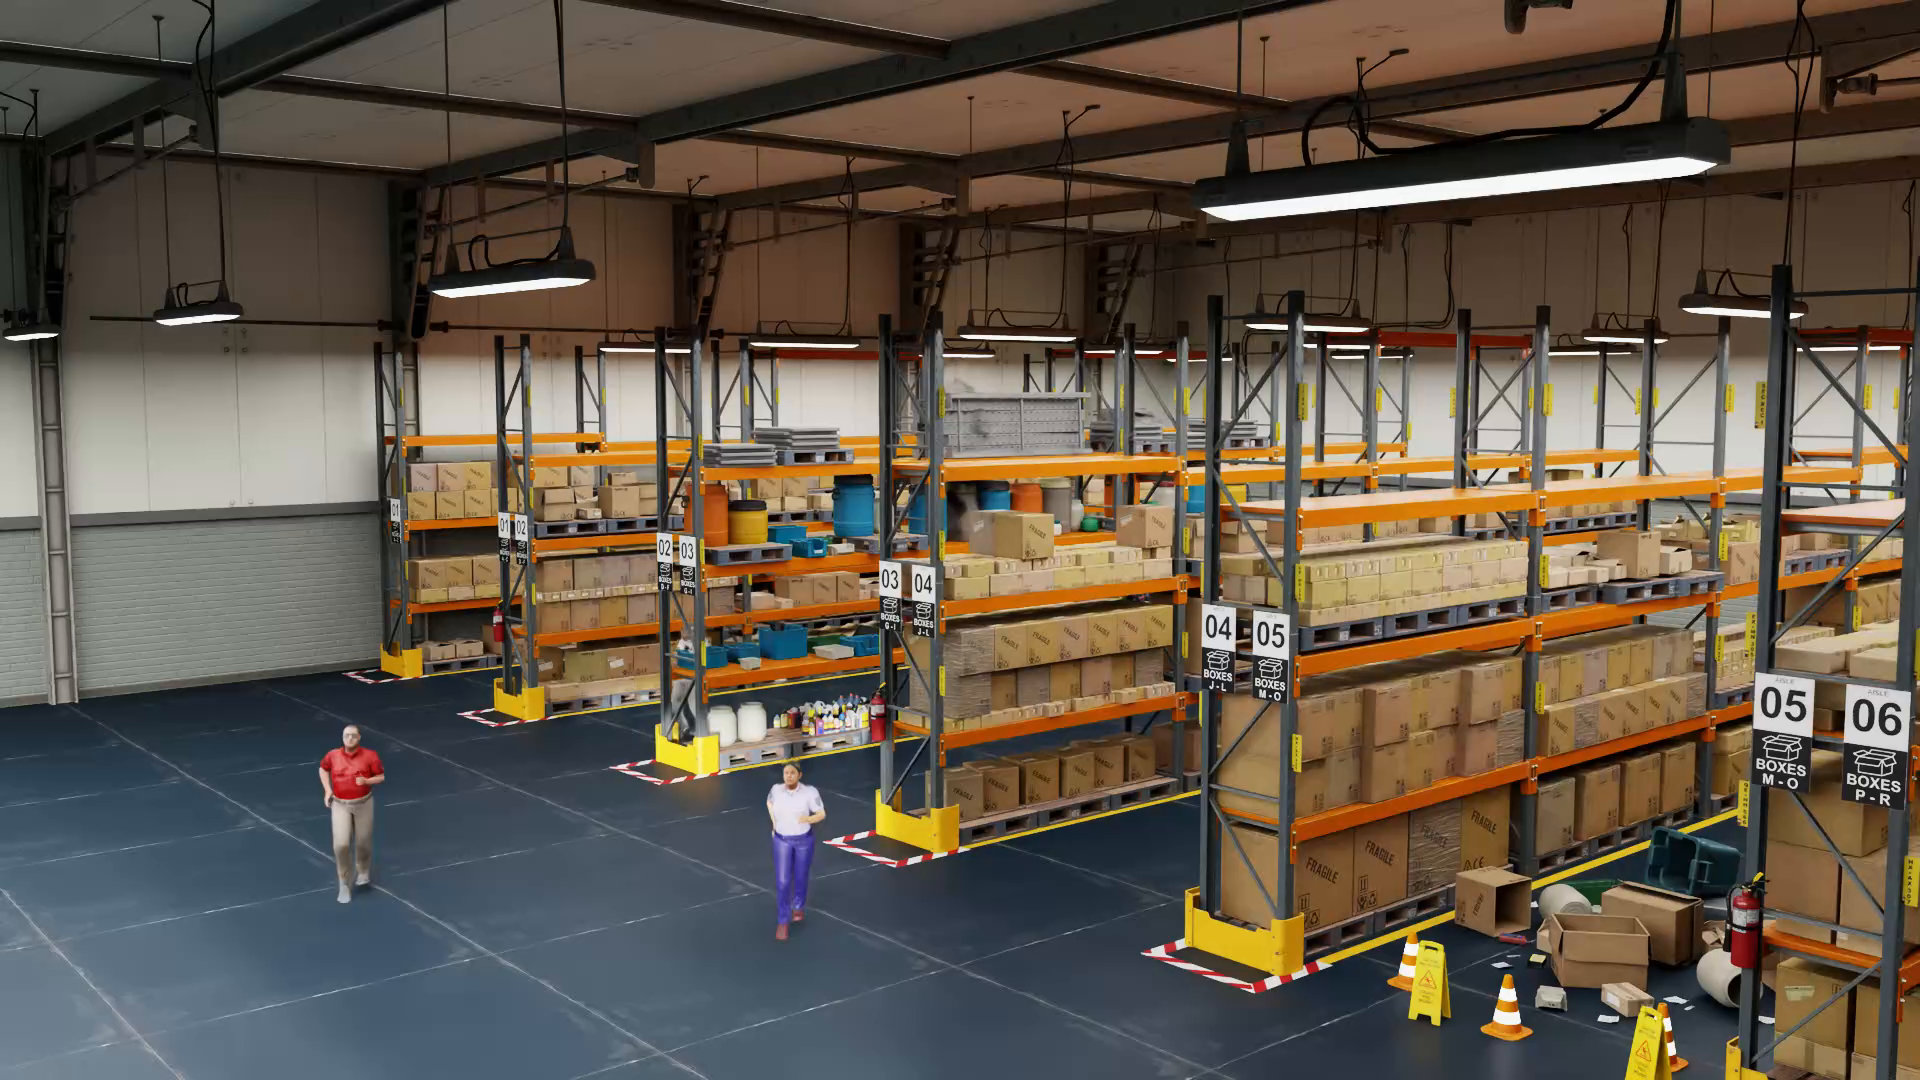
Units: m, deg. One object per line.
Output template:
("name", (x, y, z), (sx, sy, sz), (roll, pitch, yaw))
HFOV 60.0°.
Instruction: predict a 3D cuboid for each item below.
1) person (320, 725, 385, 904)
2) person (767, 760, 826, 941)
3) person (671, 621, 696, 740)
("person", (-6.187, 2.778, 16.951), (0.640, 1.800, 0.741), (-2, 5, -18))
("person", (-1.559, 2.932, 15.807), (0.573, 1.718, 0.743), (0, 5, -2))
("person", (-4.010, 2.066, 24.449), (0.645, 1.812, 0.702), (5, 7, 41))
